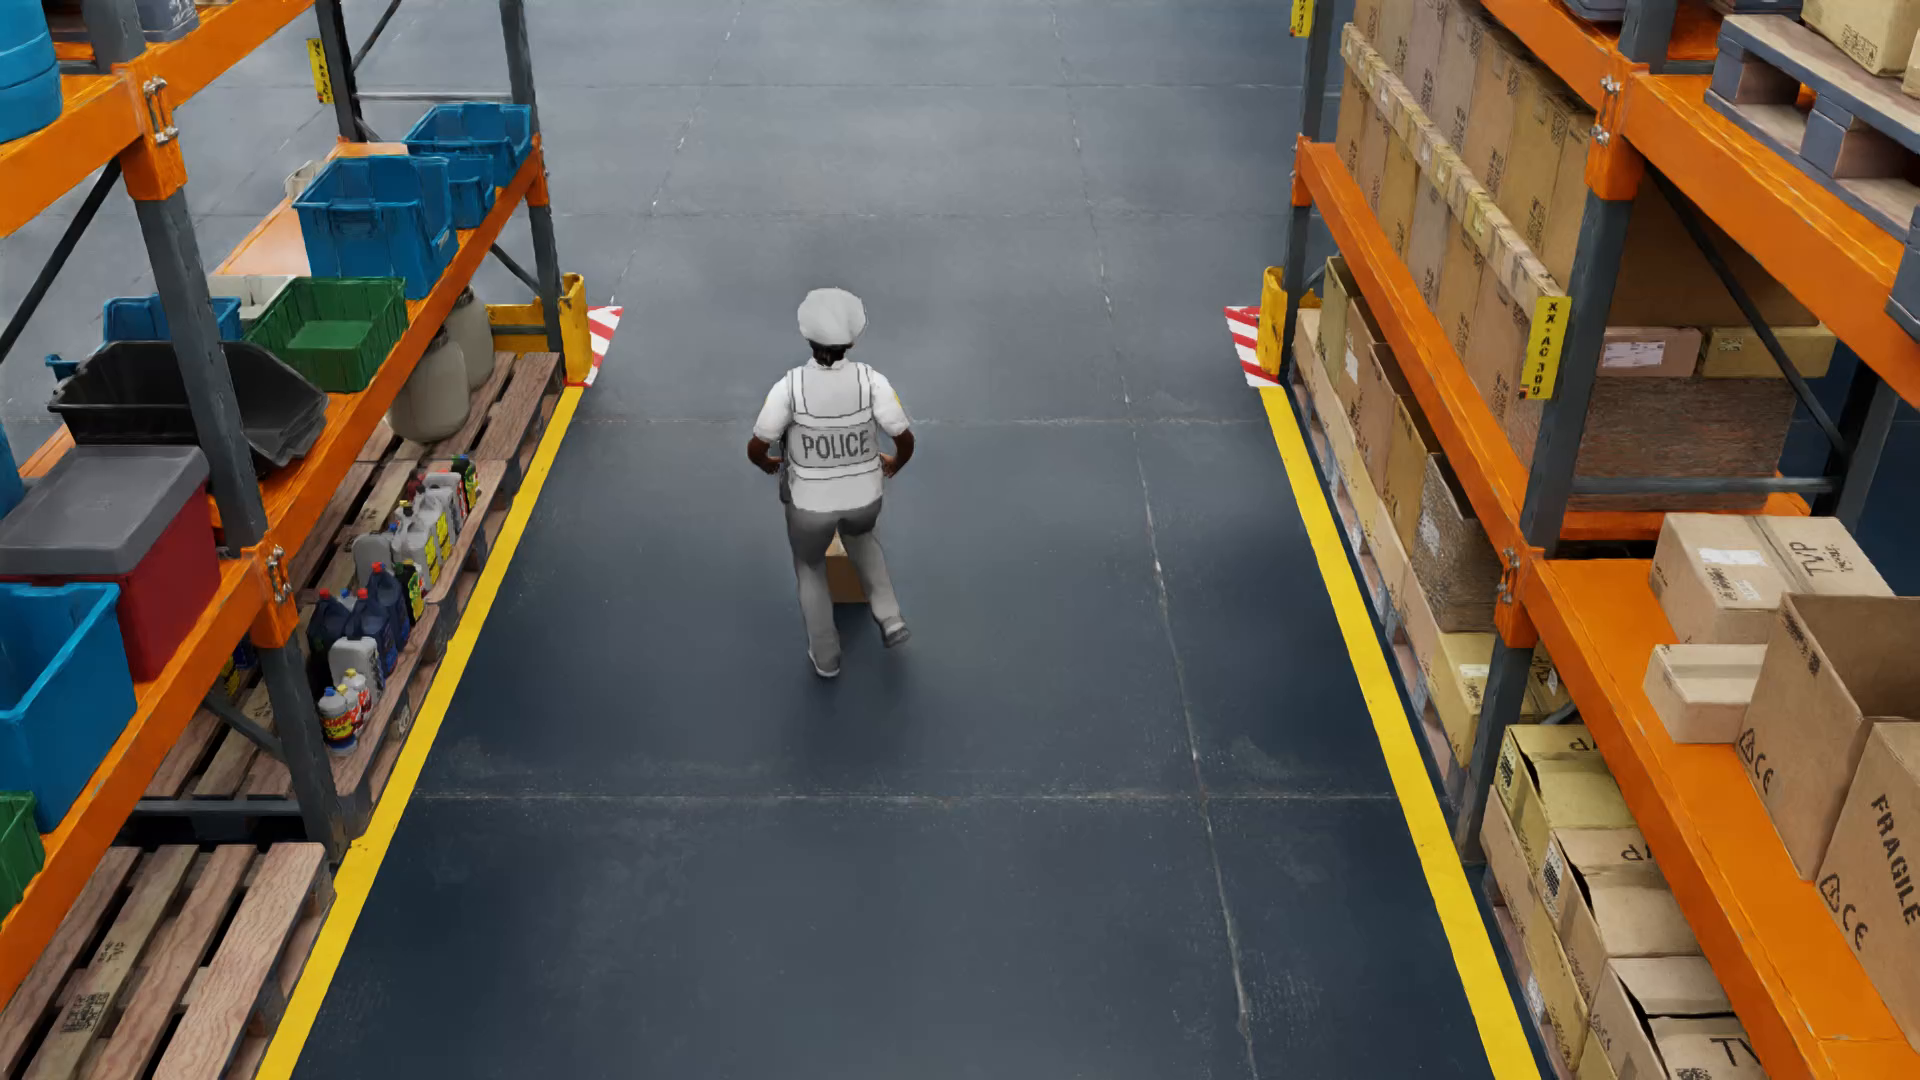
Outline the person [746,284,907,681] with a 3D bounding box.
[{"bbox_3d":[-0.536,-0.219,6.495,0.612,1.671,0.487,-13,34,-20],"label":"person"}]
